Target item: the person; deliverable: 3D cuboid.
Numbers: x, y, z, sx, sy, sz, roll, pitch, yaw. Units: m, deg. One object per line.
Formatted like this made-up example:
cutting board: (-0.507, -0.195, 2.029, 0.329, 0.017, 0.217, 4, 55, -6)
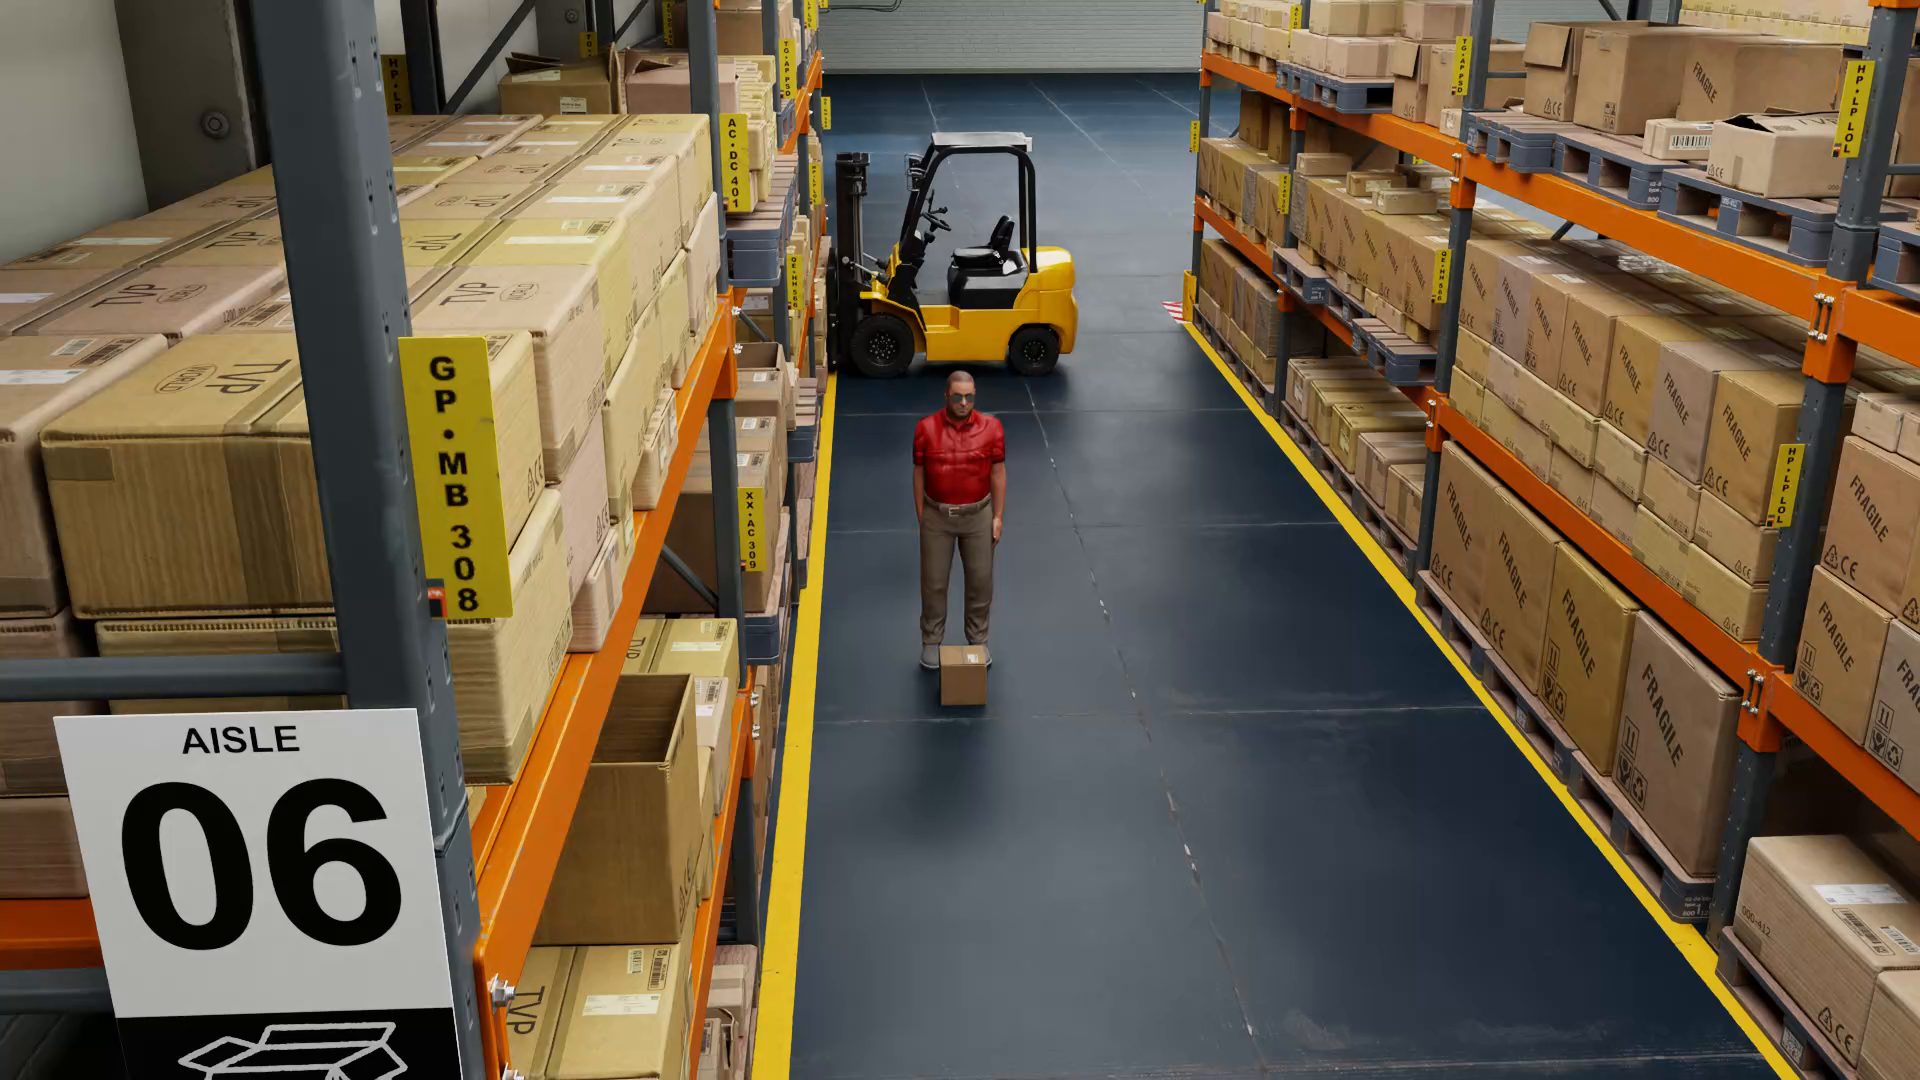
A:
person: (0.000, -0.109, 9.409, 0.527, 1.723, 0.360, -1, 20, -2)
